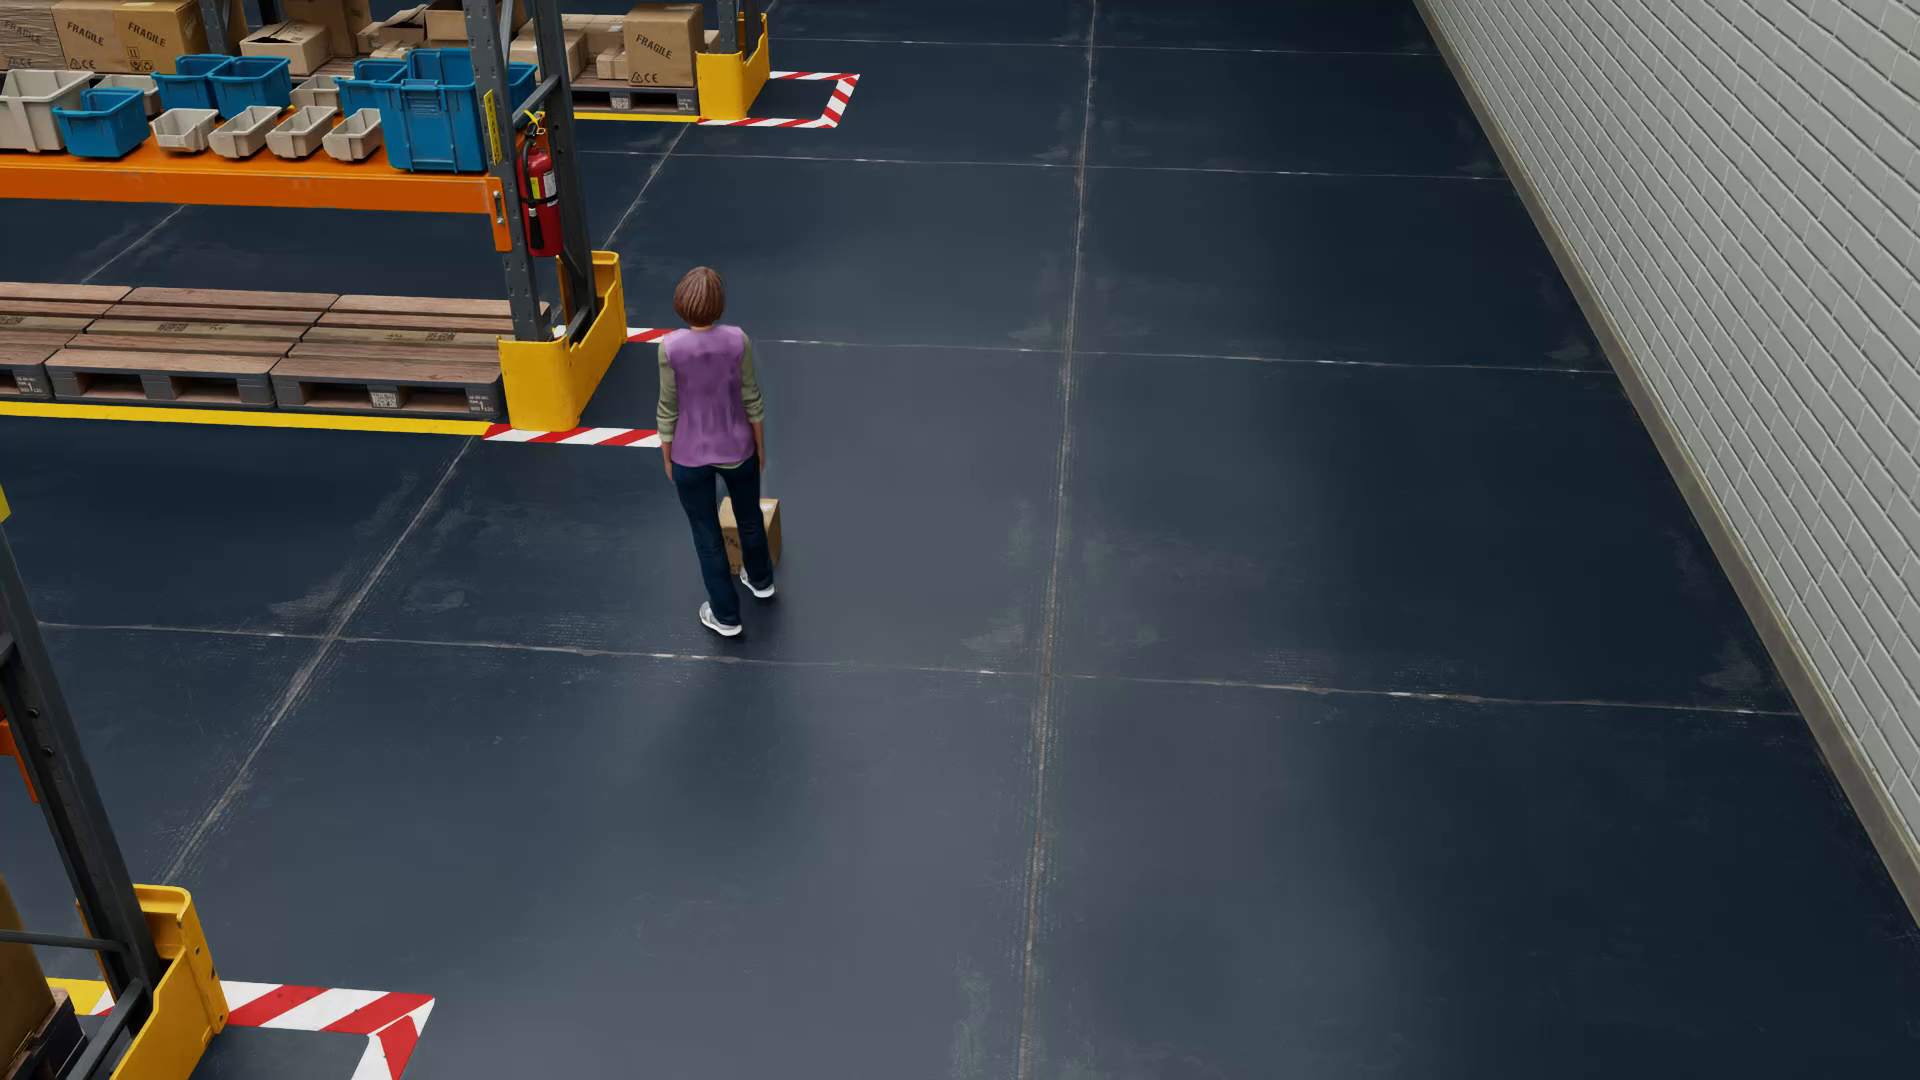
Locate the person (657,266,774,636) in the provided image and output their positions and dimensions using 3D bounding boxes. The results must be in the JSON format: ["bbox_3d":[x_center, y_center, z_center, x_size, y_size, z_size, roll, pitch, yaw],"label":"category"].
[{"bbox_3d":[-1.000,-0.375,6.719,0.437,1.601,0.522,-9,34,-14],"label":"person"}]
